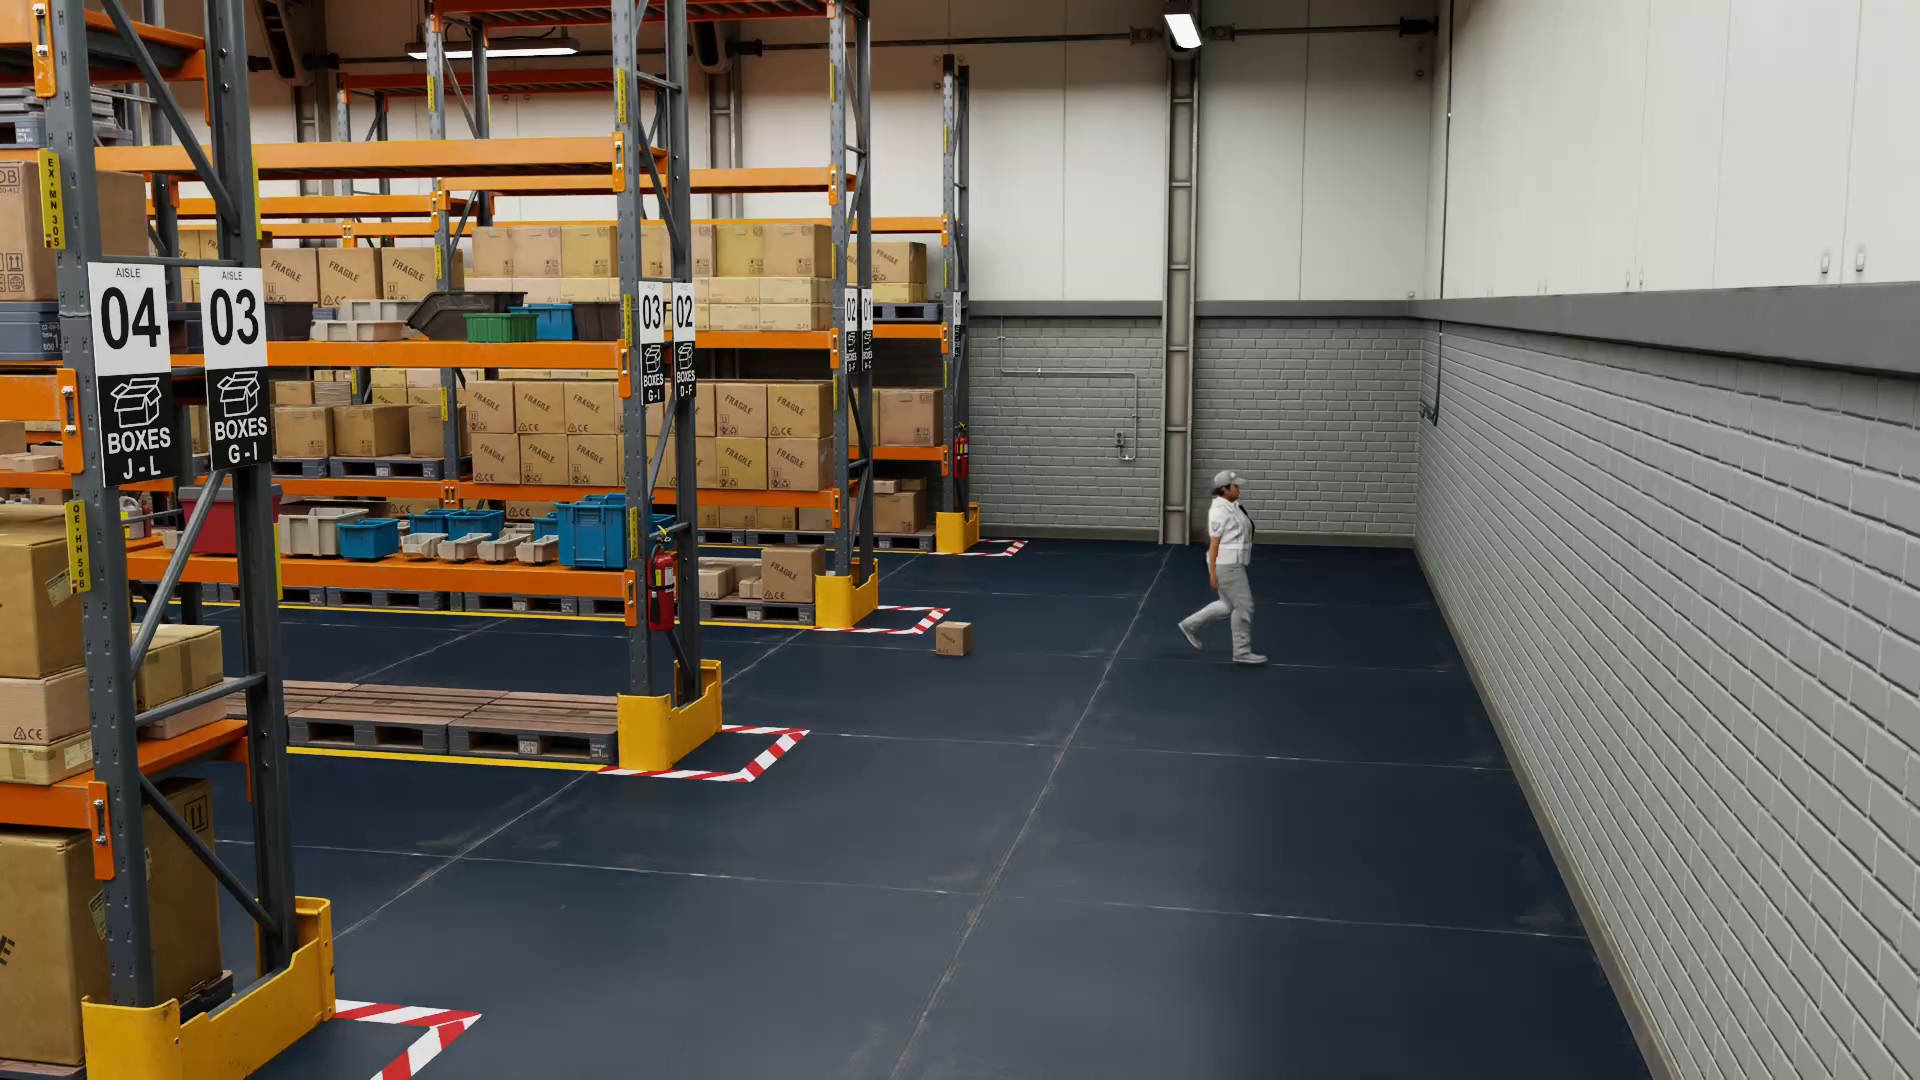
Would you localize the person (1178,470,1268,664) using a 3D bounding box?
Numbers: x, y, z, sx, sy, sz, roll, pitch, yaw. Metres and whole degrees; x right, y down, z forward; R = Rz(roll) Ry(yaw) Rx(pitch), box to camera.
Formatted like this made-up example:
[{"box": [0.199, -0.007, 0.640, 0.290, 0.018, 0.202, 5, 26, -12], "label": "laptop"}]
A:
[{"box": [2.270, 0.213, 14.238, 0.794, 1.628, 0.482, 3, 9, 18], "label": "person"}]
